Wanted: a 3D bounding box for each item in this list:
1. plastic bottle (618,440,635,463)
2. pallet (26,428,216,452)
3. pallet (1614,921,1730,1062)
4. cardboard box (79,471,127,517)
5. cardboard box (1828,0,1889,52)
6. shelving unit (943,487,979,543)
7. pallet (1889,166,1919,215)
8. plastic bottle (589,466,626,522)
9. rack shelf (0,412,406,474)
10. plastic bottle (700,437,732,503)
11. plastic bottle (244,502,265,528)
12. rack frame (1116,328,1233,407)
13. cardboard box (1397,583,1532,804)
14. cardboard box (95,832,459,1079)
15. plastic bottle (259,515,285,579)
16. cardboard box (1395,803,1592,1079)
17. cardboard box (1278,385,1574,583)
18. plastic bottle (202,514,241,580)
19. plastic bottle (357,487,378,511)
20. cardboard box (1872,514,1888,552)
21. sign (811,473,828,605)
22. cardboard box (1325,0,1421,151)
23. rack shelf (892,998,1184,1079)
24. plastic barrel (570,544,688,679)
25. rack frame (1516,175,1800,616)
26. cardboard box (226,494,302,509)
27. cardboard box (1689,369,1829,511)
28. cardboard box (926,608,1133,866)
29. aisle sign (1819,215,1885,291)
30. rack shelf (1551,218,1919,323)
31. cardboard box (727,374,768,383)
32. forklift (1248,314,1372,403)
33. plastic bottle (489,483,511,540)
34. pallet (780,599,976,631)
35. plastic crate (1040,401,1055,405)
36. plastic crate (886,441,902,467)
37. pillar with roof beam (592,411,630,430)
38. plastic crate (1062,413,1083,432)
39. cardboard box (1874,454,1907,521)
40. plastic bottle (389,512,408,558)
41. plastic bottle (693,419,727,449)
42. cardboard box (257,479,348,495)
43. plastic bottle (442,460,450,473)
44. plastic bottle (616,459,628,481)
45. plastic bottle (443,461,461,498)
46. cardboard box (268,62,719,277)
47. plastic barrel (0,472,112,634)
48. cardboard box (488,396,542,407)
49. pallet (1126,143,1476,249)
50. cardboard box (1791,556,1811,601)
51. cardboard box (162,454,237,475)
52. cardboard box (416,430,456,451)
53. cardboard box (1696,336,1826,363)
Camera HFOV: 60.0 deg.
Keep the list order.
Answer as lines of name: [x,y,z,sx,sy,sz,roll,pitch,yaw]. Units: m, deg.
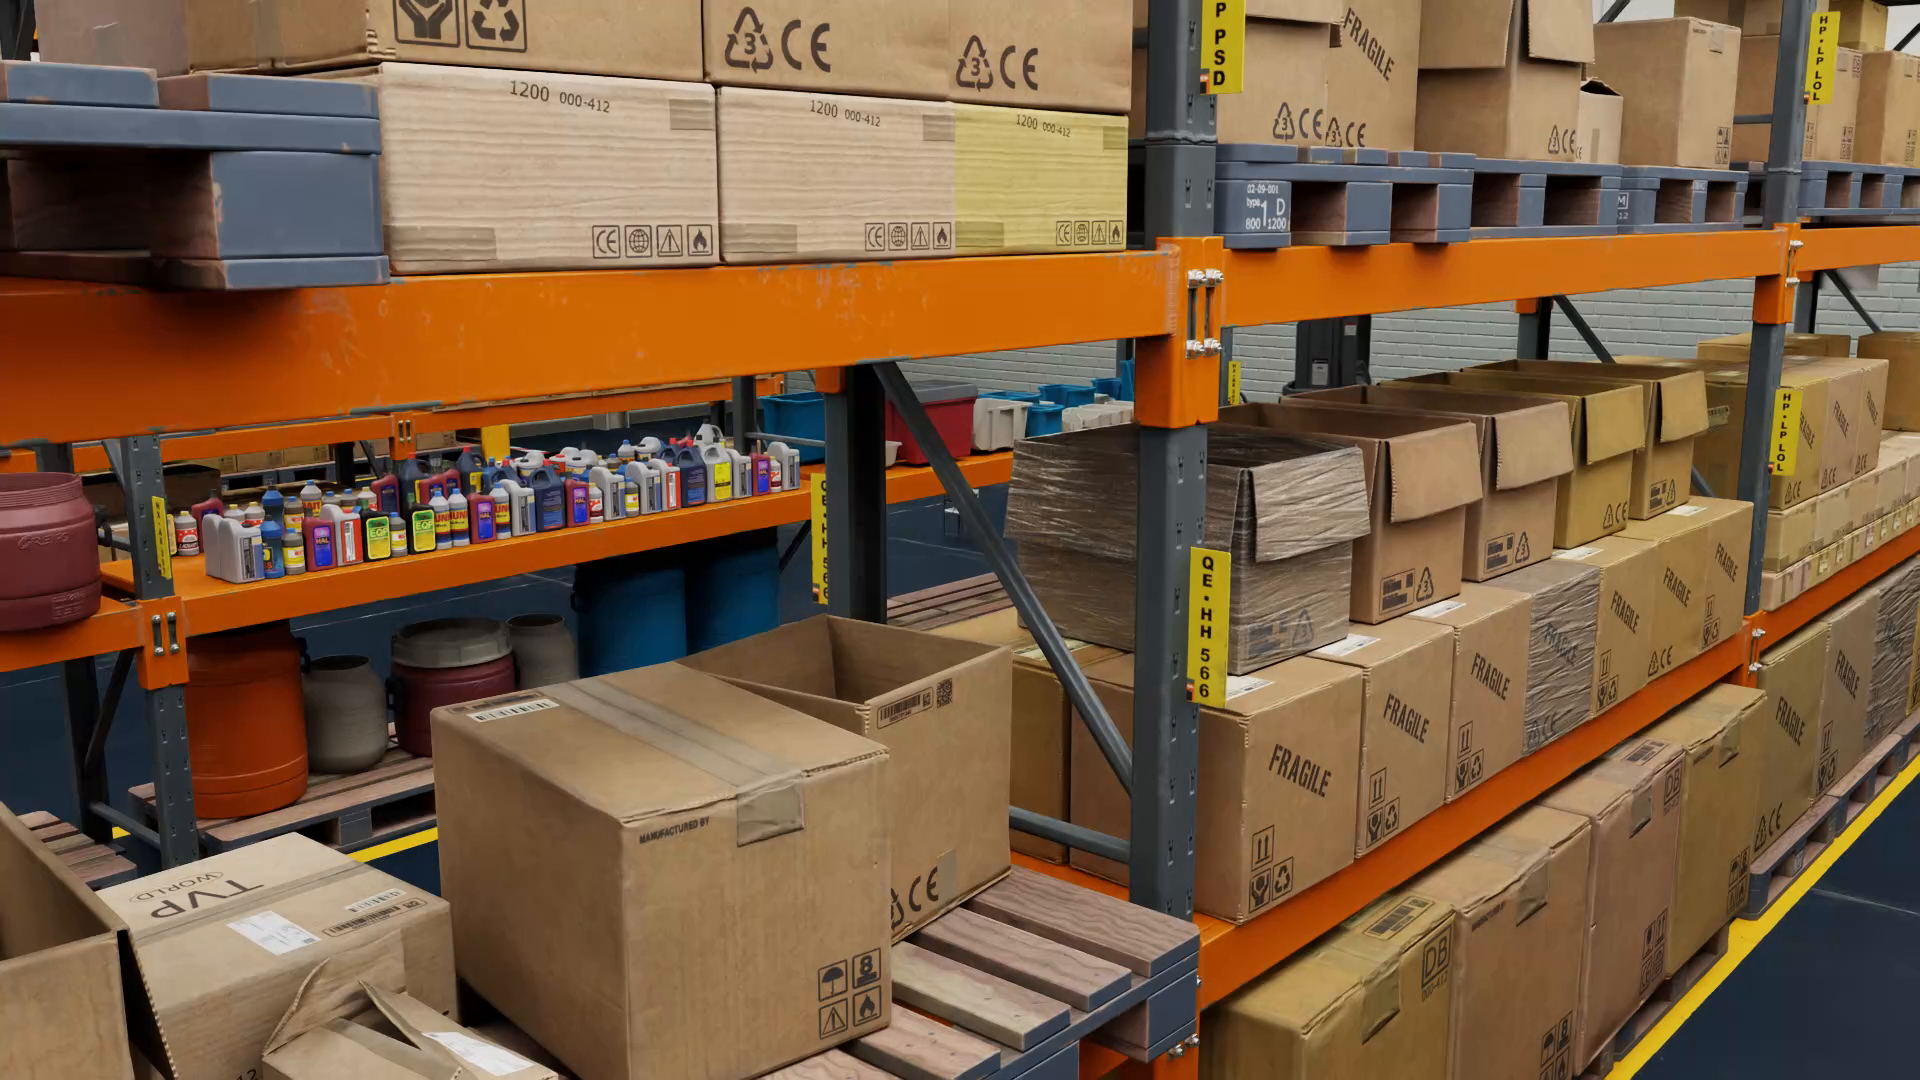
plastic bottle: [-1.920,-0.440,9.583,0.097,0.271,0.097,0,11,0]
pallet: [-6.068,-0.834,11.719,1.003,0.211,1.213,10,15,40]
pallet: [2.279,1.542,6.452,1.003,0.211,1.213,10,15,40]
cardboard box: [-6.201,-0.327,12.034,0.500,0.250,0.500,9,15,39]
cardboard box: [4.031,-2.384,7.833,0.500,0.250,0.500,9,15,39]
shelving unit: [0.005,-0.442,14.629,0.258,0.900,0.210,10,15,40]
pallet: [4.085,-1.674,8.001,1.003,0.211,1.213,10,15,40]
plastic bottle: [-1.823,-0.247,8.604,0.152,0.276,0.135,10,15,40]
rack shelf: [-6.028,-0.583,11.808,1.077,0.370,4.000,10,15,40]
plastic bottle: [-1.350,-0.387,9.118,0.144,0.351,0.185,10,15,40]
plastic bottle: [-3.377,-0.081,7.964,0.097,0.201,0.097,0,11,0]
rack frame: [1.651,-1.178,12.949,1.000,3.000,0.127,10,15,40]
cardboard box: [1.290,0.402,4.782,0.500,0.500,0.500,9,15,39]
cardboard box: [-1.188,0.724,2.737,0.500,0.250,0.500,9,15,39]
plastic bottle: [-3.004,0.027,7.245,0.097,0.271,0.097,0,11,0]
cardboard box: [1.156,1.247,5.163,1.225,0.875,0.875,10,15,41]
cardboard box: [1.456,-0.202,5.246,0.797,0.503,0.637,10,15,42]
plastic bottle: [-3.215,0.019,7.276,0.152,0.276,0.135,10,15,40]
plastic bottle: [-2.991,-0.167,8.394,0.097,0.201,0.097,0,11,0]
cardboard box: [4.204,-0.056,7.972,0.380,0.149,0.250,9,15,39]
sign: [-0.328,0.001,4.093,0.100,0.325,0.005,10,15,40]
cardboard box: [0.943,-1.324,4.693,0.500,0.500,0.500,11,16,43]
rack shelf: [-1.229,1.287,2.447,1.077,0.370,4.000,10,15,40]
plastic barrel: [-1.829,0.416,9.255,0.600,0.901,0.708,10,15,40]
rack frame: [2.731,0.051,6.796,1.000,3.000,0.127,10,15,40]
cardboard box: [-5.151,-0.039,12.505,0.500,0.500,0.500,10,15,41]
cardboard box: [3.240,-0.426,6.895,0.500,0.500,0.500,10,15,40]
cardboard box: [0.230,0.486,4.363,0.500,0.500,0.500,10,15,42]
aisle sign: [5.194,-1.861,9.735,0.394,0.787,0.004,10,15,40]
rack shelf: [4.052,-1.361,8.046,1.077,0.370,4.000,10,15,40]
cardboard box: [-2.158,-1.766,15.642,0.500,0.500,0.500,10,15,42]
forklift: [3.584,-1.347,13.972,3.031,2.935,1.130,4,12,19]
plastic bottle: [-2.242,-0.143,8.096,0.097,0.271,0.097,0,11,0]
pallet: [-0.533,0.665,10.842,1.003,0.211,1.213,10,15,40]
plastic crate: [0.519,-0.948,12.317,0.250,0.136,0.298,10,15,40]
plastic crate: [-0.575,-0.539,10.272,0.396,0.136,0.243,10,15,40]
pillar with roof beam: [-1.424,-5.353,18.536,9.100,9.000,0.400,10,15,40]
plastic crate: [0.700,-0.803,11.595,0.298,0.136,0.250,10,15,40]
cardboard box: [4.239,-0.277,8.064,0.500,0.250,0.500,10,15,40]
plastic bottle: [-2.611,-0.026,7.691,0.097,0.201,0.097,0,11,0]
plastic bottle: [-1.492,-0.549,9.928,0.144,0.351,0.185,10,15,40]
cardboard box: [-5.210,-0.180,13.214,0.500,0.500,0.500,9,14,38]
plastic bottle: [-2.719,-0.273,8.717,0.061,0.283,0.133,10,15,40]
plastic bottle: [-1.775,-0.292,8.842,0.097,0.271,0.097,0,11,0]
plastic bottle: [-2.673,-0.265,8.678,0.061,0.283,0.133,10,15,40]
cardboard box: [-0.690,-0.508,2.319,0.500,0.250,0.500,10,15,42]
plastic barrel: [-3.708,0.040,6.504,0.600,0.536,0.708,10,15,40]
cardboard box: [-3.831,-1.395,13.780,0.500,0.500,0.500,10,15,41]
pallet: [0.476,-0.840,4.083,1.213,0.211,1.003,11,16,43]
cardboard box: [3.350,0.135,7.017,0.380,0.149,0.250,9,14,38]
cardboard box: [-7.860,-0.947,17.103,0.700,0.500,0.500,10,15,41]
cardboard box: [-6.178,-1.323,18.985,0.700,0.500,0.500,10,15,40]
cardboard box: [4.185,-0.791,8.722,0.500,0.500,0.500,9,15,39]
